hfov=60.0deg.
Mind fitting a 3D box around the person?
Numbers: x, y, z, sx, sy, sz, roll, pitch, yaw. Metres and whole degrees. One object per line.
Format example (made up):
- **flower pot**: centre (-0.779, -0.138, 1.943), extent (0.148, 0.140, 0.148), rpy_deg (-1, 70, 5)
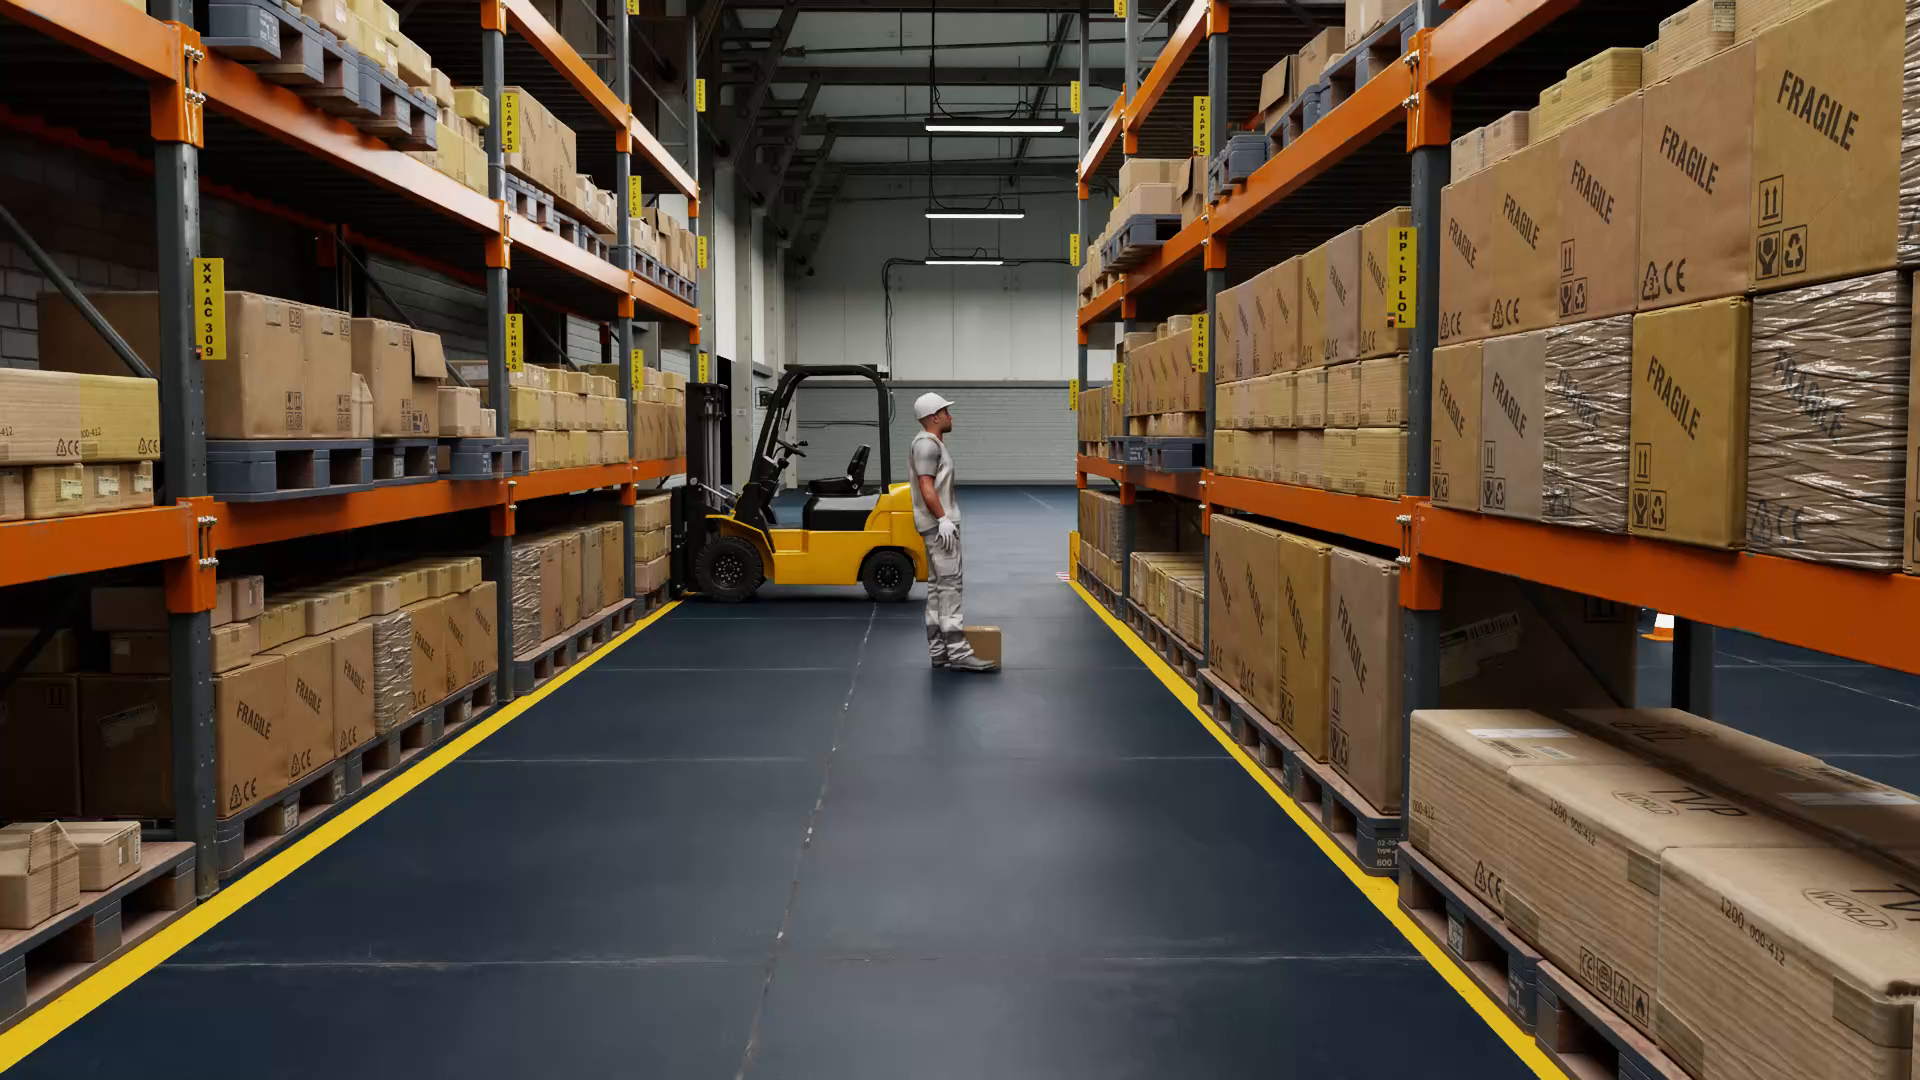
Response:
- **person**: centre (-0.055, -0.067, 10.876), extent (0.564, 1.787, 0.638), rpy_deg (0, 4, -1)
